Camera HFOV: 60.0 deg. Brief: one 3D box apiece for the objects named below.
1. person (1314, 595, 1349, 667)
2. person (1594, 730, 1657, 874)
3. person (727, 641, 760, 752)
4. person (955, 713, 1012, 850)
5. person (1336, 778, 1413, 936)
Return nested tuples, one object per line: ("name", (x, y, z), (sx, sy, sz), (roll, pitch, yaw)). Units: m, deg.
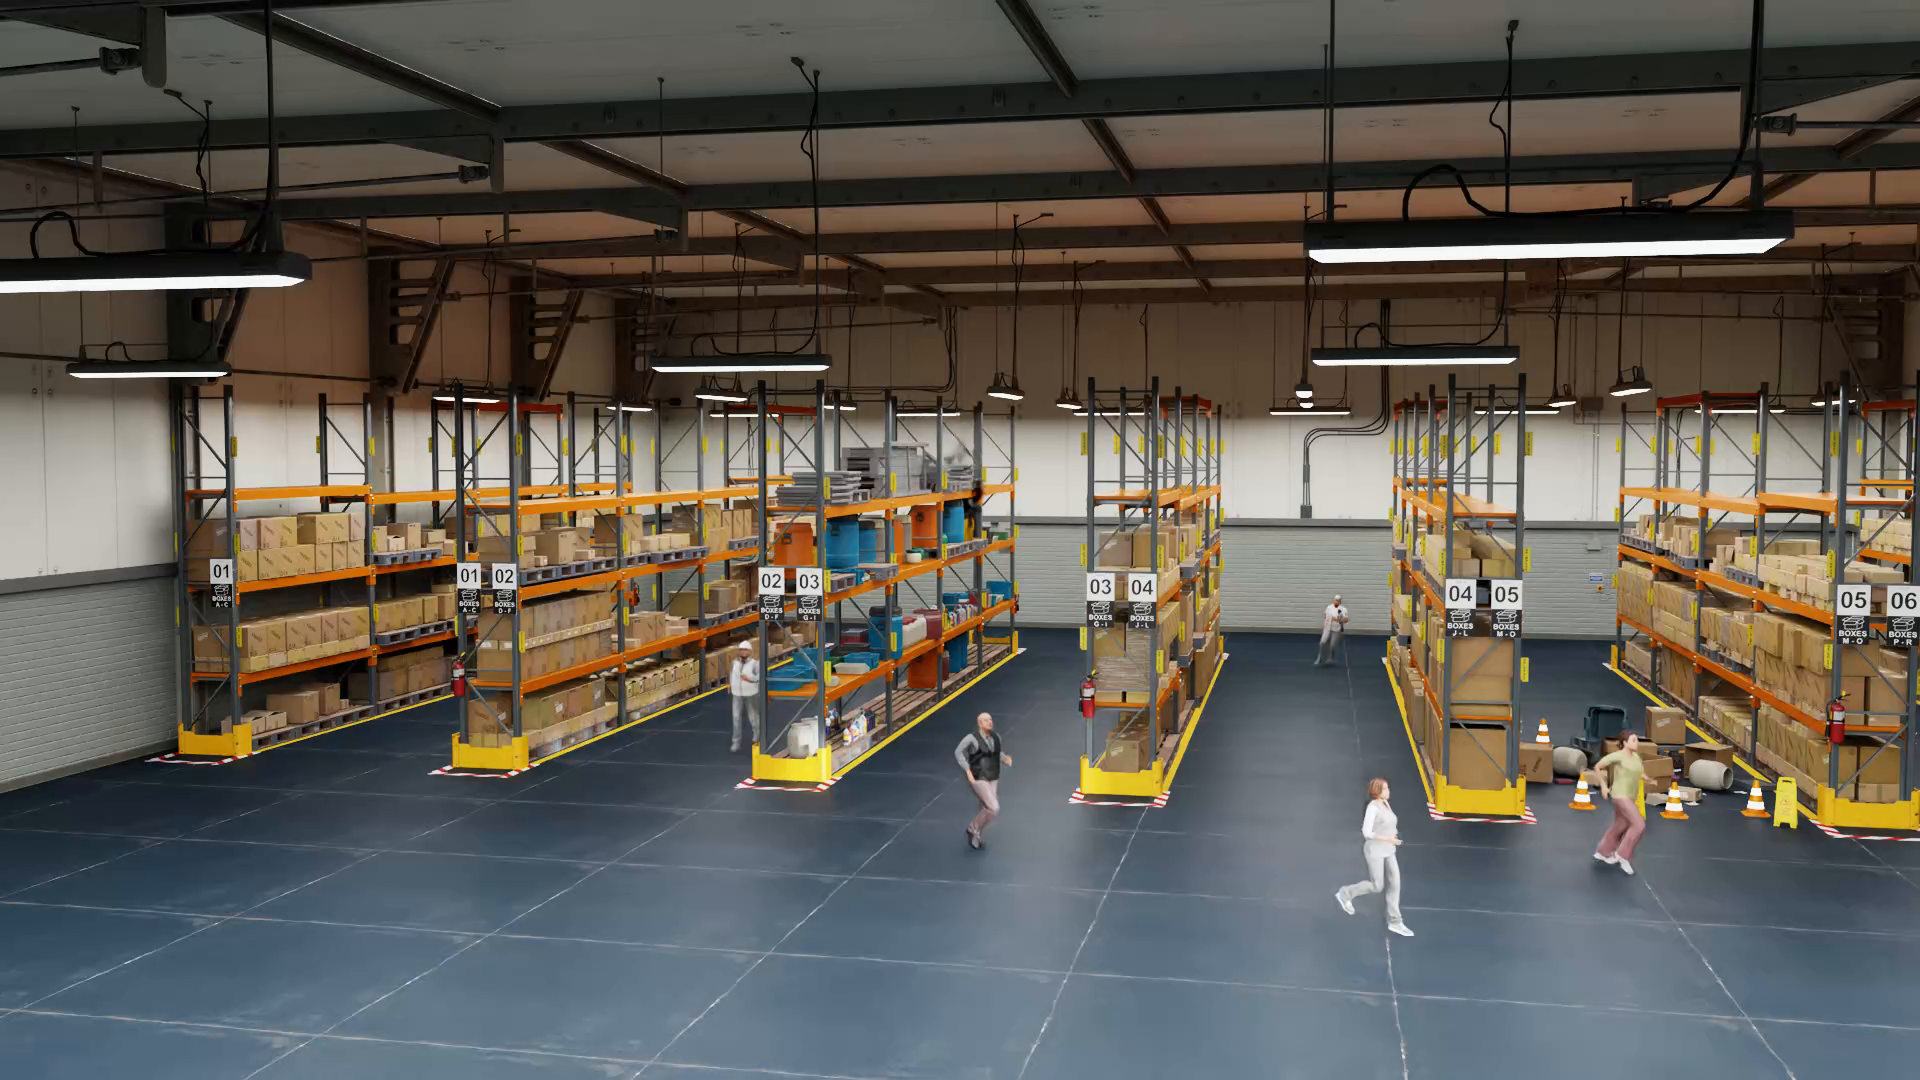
("person", (8.522, 2.062, 37.985), (0.721, 1.635, 0.747), (2, 4, 27))
("person", (7.837, 3.071, 19.601), (0.544, 1.688, 0.773), (-3, 4, -38))
("person", (-3.558, 2.553, 27.502), (0.654, 1.763, 0.966), (1, 3, 10))
("person", (0.338, 2.993, 20.651), (0.660, 1.702, 0.636), (3, 4, 44))
("person", (4.304, 3.244, 17.185), (0.839, 1.591, 0.538), (3, 4, 40))
